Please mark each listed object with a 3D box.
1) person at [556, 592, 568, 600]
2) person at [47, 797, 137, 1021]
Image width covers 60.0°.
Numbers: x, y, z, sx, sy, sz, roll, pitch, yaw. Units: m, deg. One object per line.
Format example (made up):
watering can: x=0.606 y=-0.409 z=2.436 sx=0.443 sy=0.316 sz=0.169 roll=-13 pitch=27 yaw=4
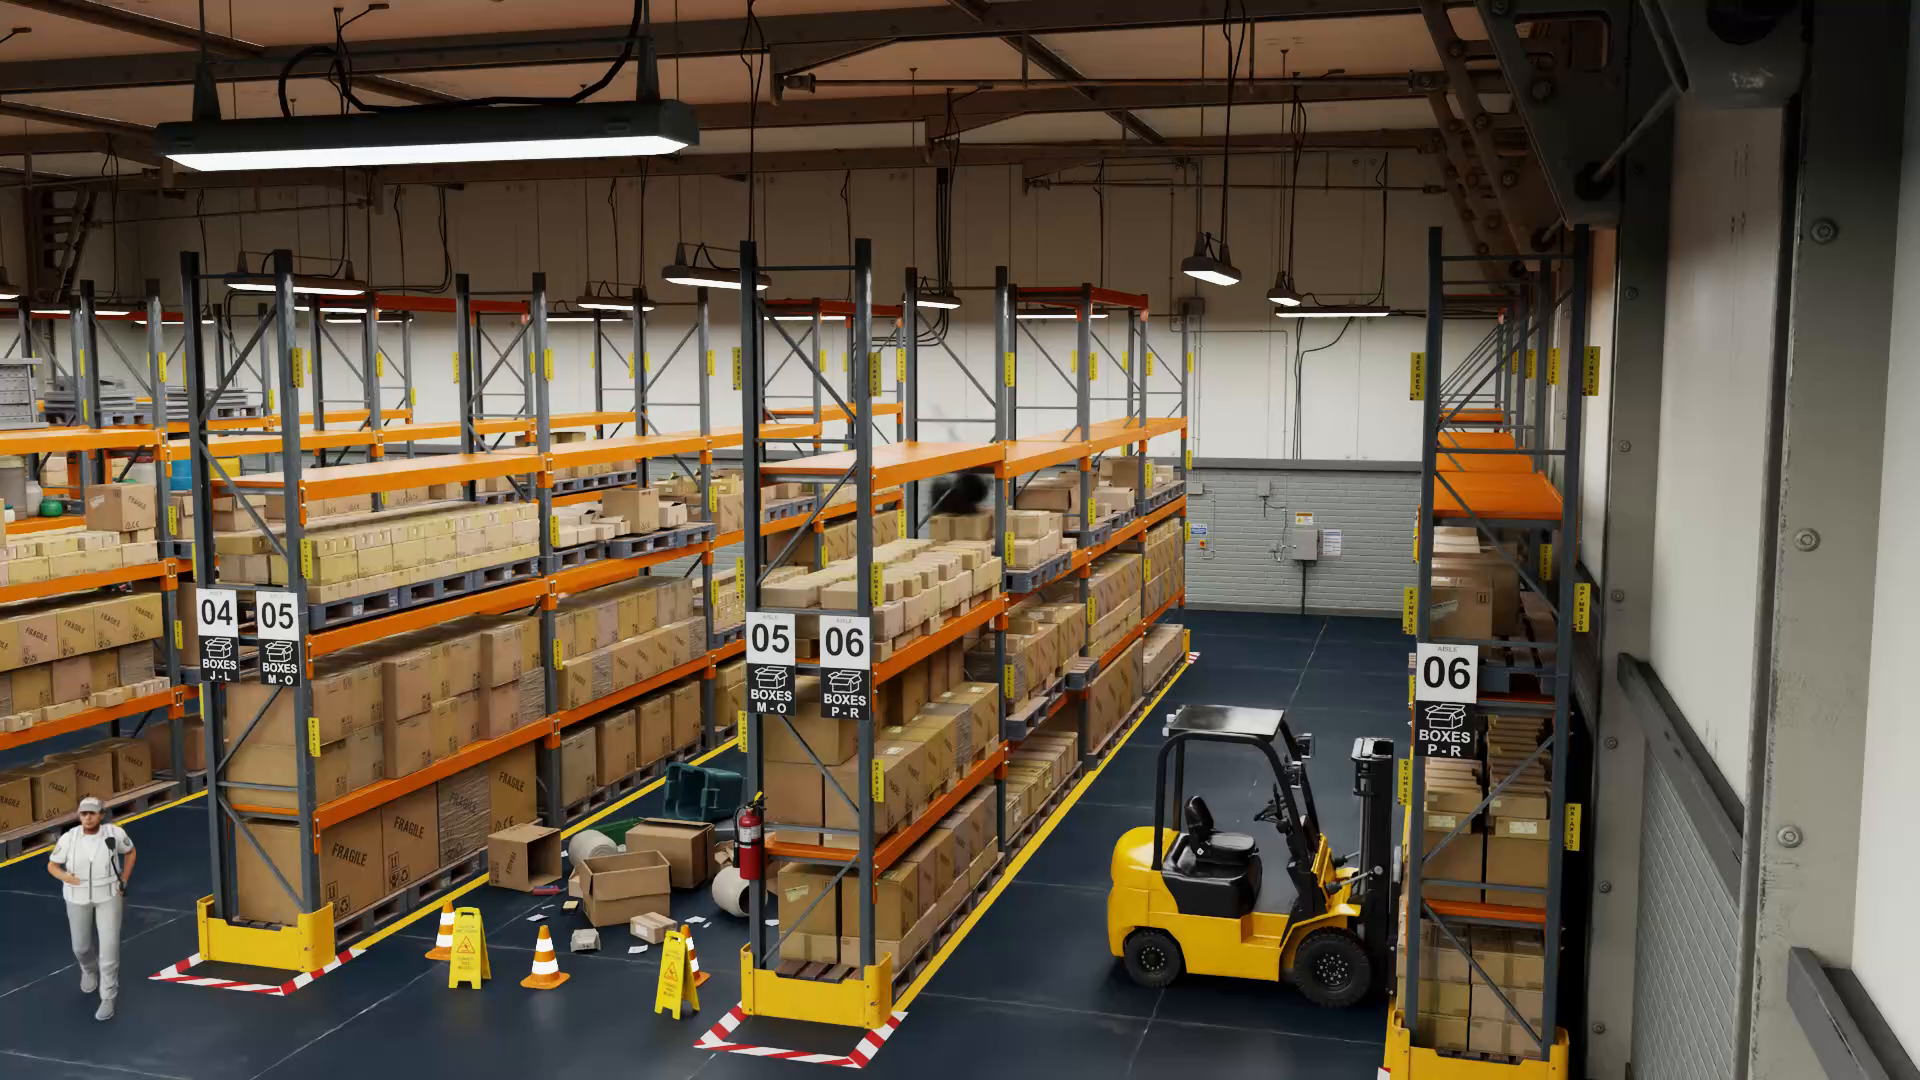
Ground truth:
person: x=-5.816 y=1.608 z=24.304 sx=0.644 sy=1.679 sz=0.596 roll=2 pitch=7 yaw=16
person: x=-6.869 y=2.866 z=13.175 sx=0.614 sy=1.684 sz=0.827 roll=-2 pitch=7 yaw=-19
